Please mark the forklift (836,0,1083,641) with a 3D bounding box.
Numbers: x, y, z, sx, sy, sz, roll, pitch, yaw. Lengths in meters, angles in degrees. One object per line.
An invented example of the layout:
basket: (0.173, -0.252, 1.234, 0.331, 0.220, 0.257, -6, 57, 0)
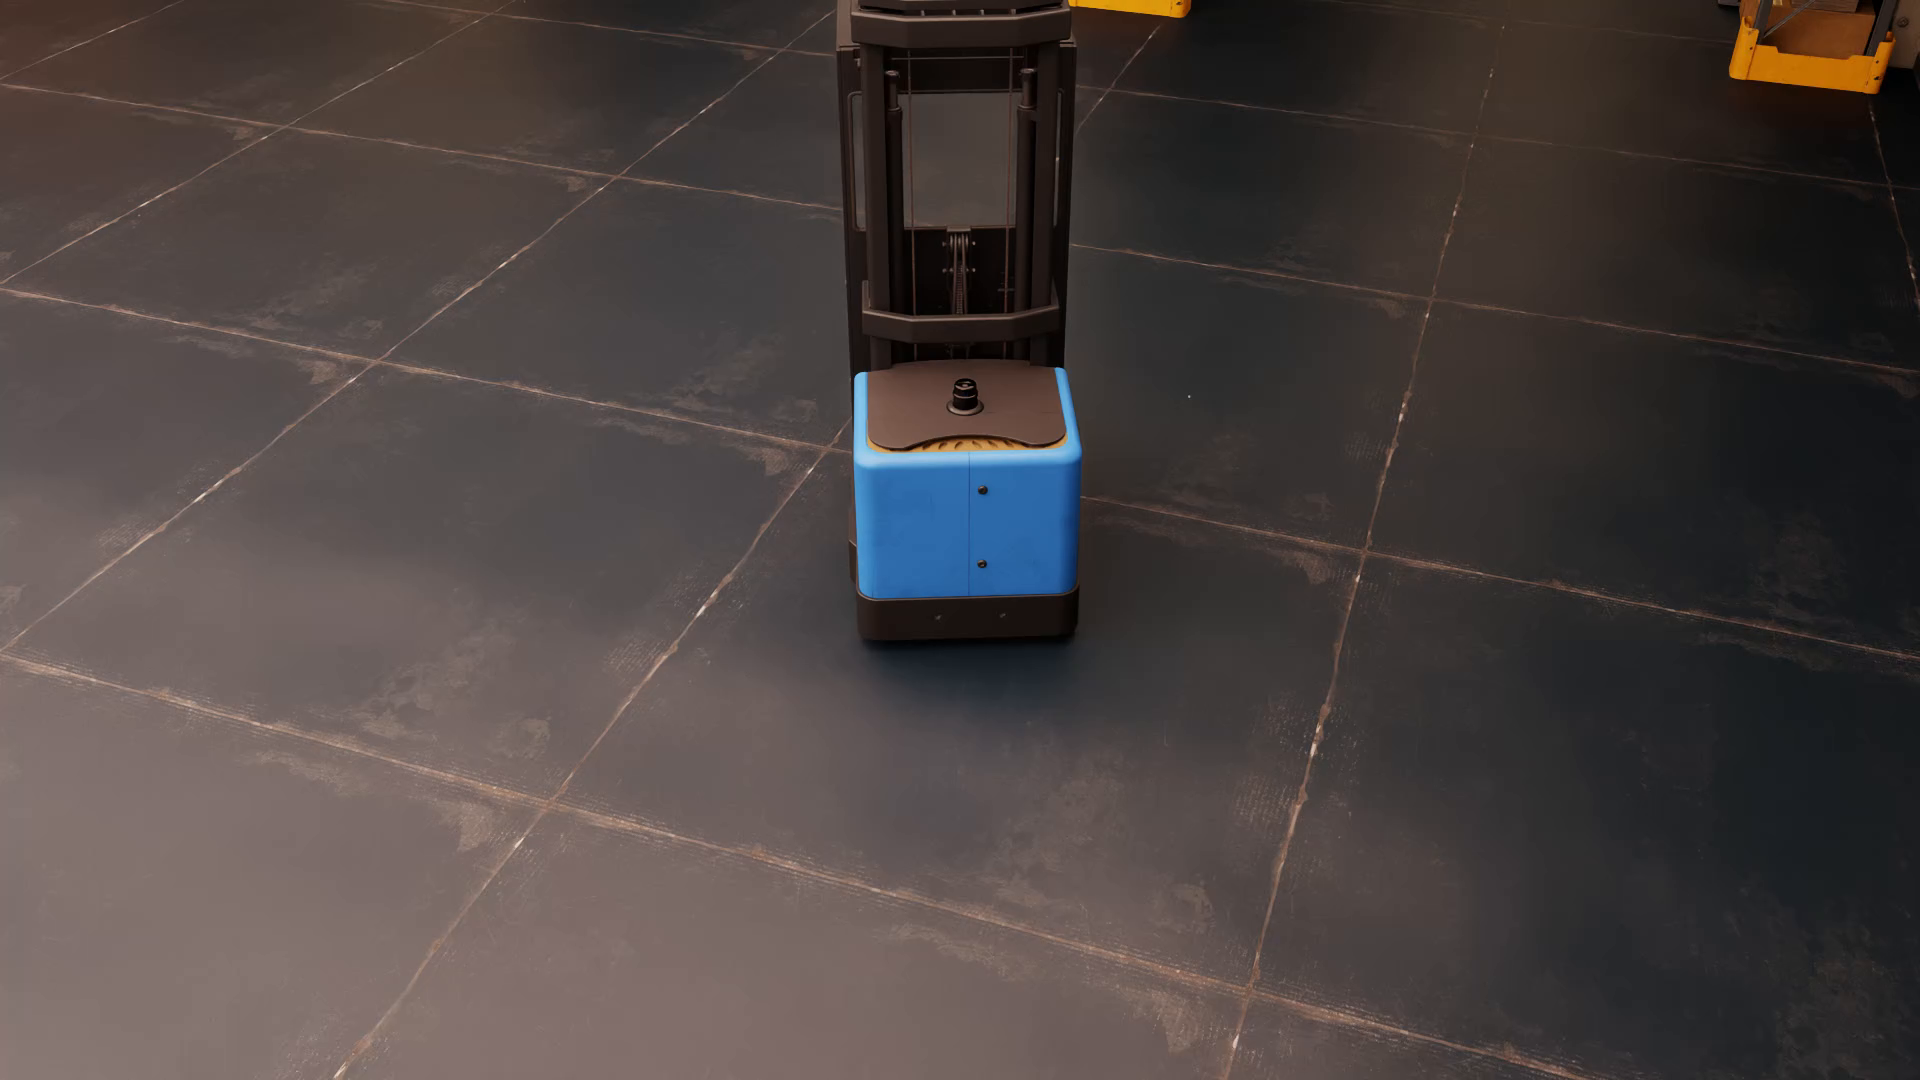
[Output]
forklift: (-0.029, -1.547, 8.293, 1.130, 2.935, 3.031, -2, 35, -2)
